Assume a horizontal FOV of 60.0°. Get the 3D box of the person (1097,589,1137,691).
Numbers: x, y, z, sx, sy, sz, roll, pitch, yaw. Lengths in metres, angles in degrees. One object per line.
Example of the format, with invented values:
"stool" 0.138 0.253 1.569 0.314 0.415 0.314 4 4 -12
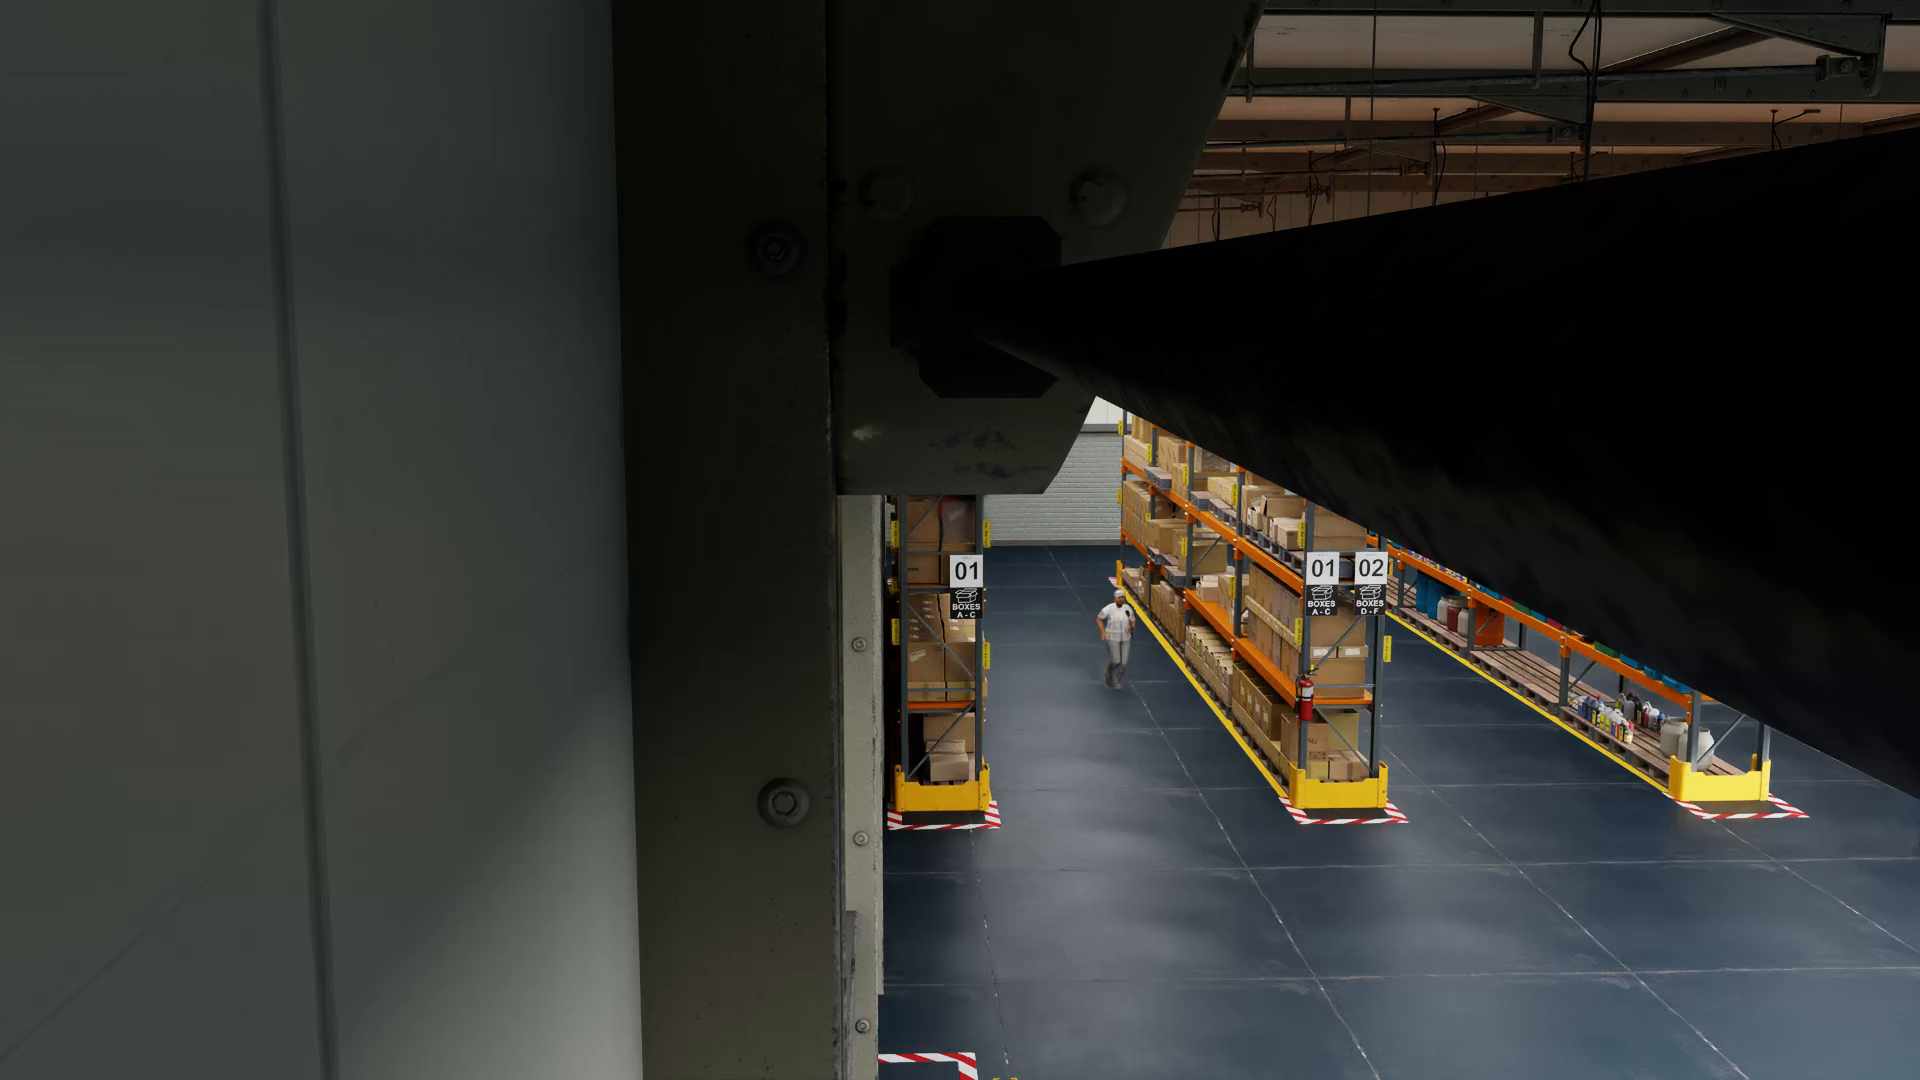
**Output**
"person" 2.544 1.603 26.588 0.584 1.638 0.637 -2 9 -14
